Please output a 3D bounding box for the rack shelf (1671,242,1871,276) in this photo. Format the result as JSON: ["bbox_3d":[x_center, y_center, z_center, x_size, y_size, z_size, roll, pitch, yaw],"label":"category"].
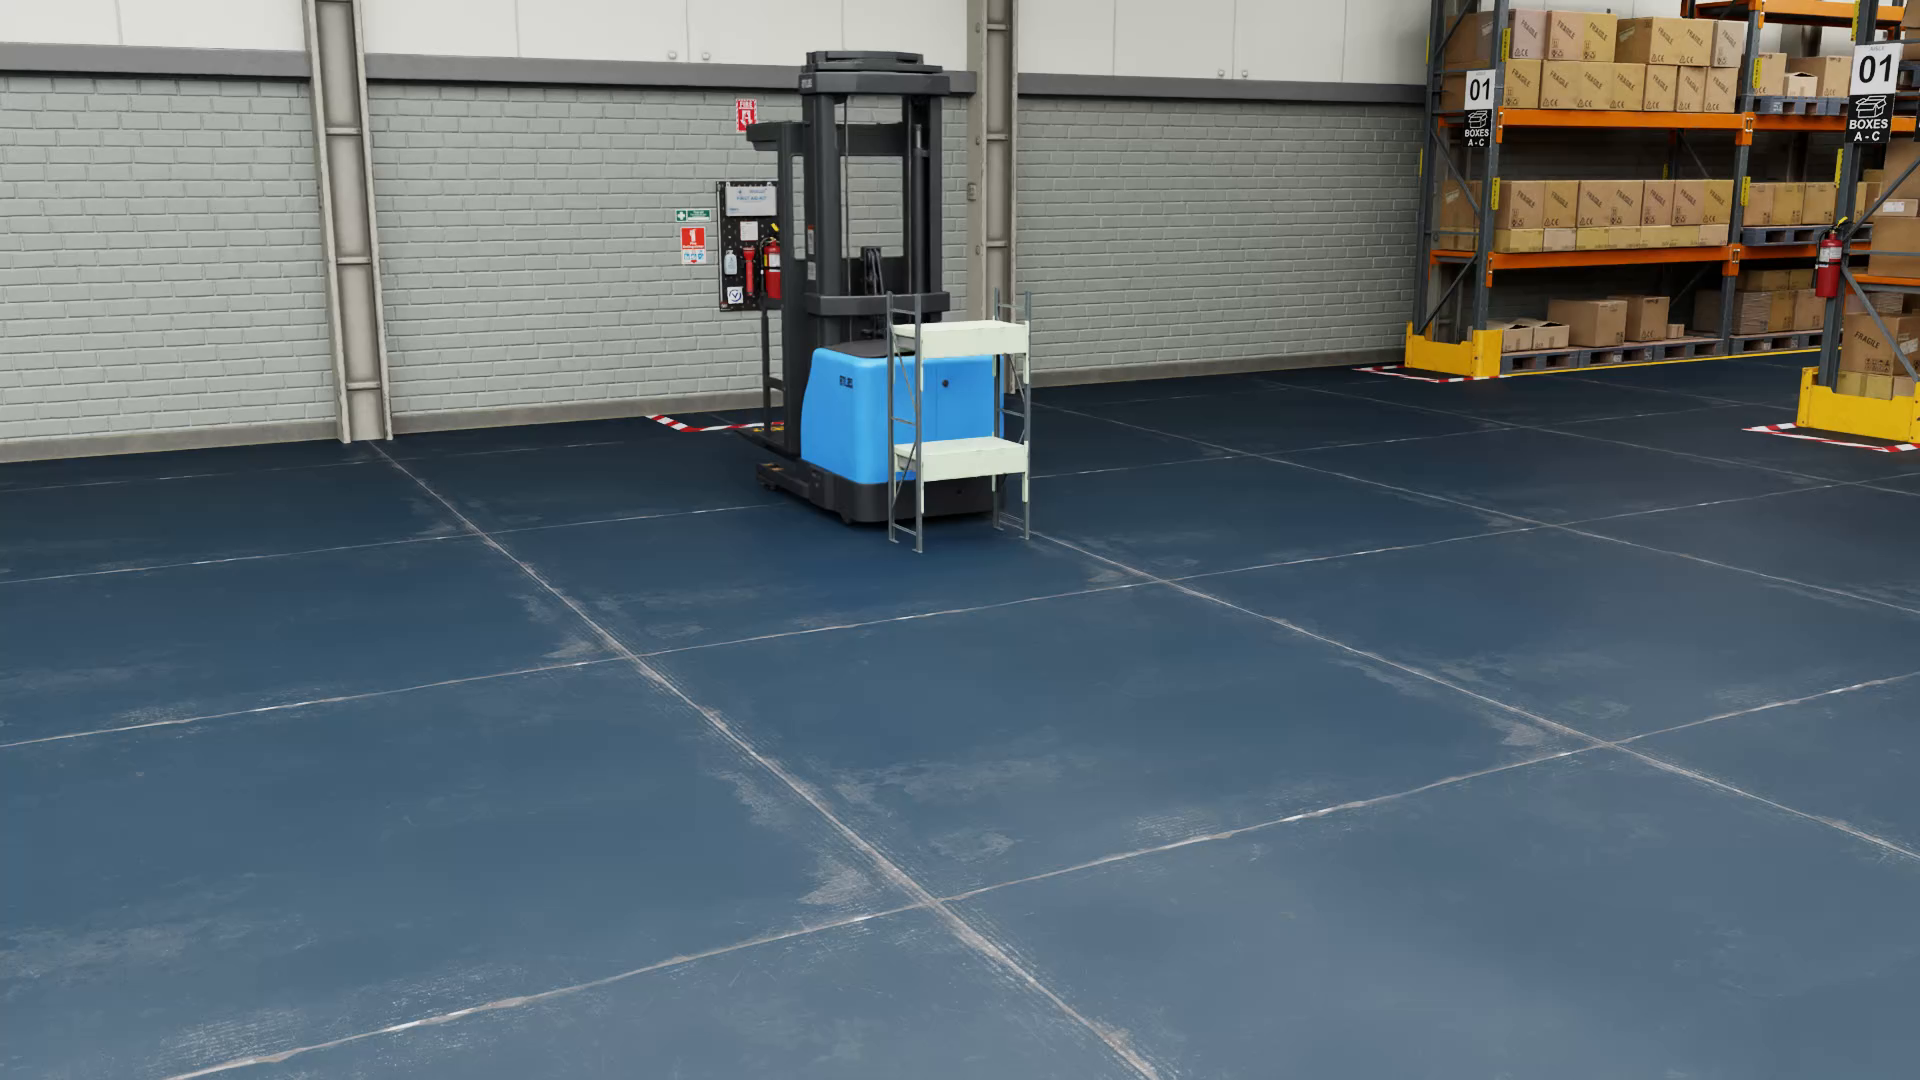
[{"bbox_3d":[10.643,-3.611,20.960,4.000,0.370,1.077,-7,14,-28],"label":"rack shelf"}]

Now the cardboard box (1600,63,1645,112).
[{"bbox_3d":[7.192,-5.005,18.411,0.500,0.500,0.500,-6,14,-24],"label":"cardboard box"}]

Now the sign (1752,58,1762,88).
[{"bbox_3d":[9.154,-5.363,19.099,0.005,0.325,0.100,-7,14,-28],"label":"sign"}]

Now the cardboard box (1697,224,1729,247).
[{"bbox_3d":[8.617,-3.580,19.480,0.500,0.250,0.500,-7,14,-28],"label":"cardboard box"}]

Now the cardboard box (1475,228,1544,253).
[{"bbox_3d":[5.957,-3.257,18.047,0.500,0.250,0.500,-7,15,-29],"label":"cardboard box"}]

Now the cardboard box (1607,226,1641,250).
[{"bbox_3d":[7.301,-3.420,18.769,0.500,0.250,0.500,-7,14,-27],"label":"cardboard box"}]

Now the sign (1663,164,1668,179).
[{"bbox_3d":[8.618,-4.423,20.293,0.005,0.325,0.100,-7,14,-28],"label":"sign"}]

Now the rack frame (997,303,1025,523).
[{"bbox_3d":[0.316,-0.769,10.111,0.010,1.308,0.380,-7,14,-28],"label":"rack frame"}]

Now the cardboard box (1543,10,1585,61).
[{"bbox_3d":[6.295,-5.377,17.787,0.500,0.500,0.500,-7,14,-29],"label":"cardboard box"}]

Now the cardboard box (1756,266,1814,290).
[{"bbox_3d":[10.365,-3.295,20.904,0.500,0.250,0.500,-7,15,-29],"label":"cardboard box"}]

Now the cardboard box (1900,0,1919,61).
[{"bbox_3d":[8.260,-4.223,13.699,0.637,0.503,0.797,-6,14,-24],"label":"cardboard box"}]

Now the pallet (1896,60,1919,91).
[{"bbox_3d":[8.386,-3.866,13.825,1.213,0.211,1.003,-7,14,-28],"label":"pallet"}]

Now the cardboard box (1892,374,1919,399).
[{"bbox_3d":[8.330,-1.253,14.152,0.500,0.250,0.500,-7,14,-28],"label":"cardboard box"}]

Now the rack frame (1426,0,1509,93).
[{"bbox_3d":[5.376,-6.257,17.418,0.127,3.000,1.000,-7,14,-28],"label":"rack frame"}]

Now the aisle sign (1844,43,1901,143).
[{"bbox_3d":[7.555,-3.694,13.772,0.004,0.787,0.394,-7,14,-28],"label":"aisle sign"}]

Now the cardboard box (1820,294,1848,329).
[{"bbox_3d":[10.861,-2.992,21.263,0.500,0.500,0.700,-7,14,-28],"label":"cardboard box"}]

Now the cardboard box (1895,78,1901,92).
[{"bbox_3d":[11.656,-5.663,21.334,0.500,0.500,0.500,-7,14,-28],"label":"cardboard box"}]

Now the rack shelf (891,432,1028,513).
[{"bbox_3d":[-0.006,-0.413,10.013,0.720,0.370,0.431,-7,14,-28],"label":"rack shelf"}]

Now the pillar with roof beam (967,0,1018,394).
[{"bbox_3d":[2.373,-5.037,11.995,0.400,9.000,9.100,-7,14,-28],"label":"pillar with roof beam"}]

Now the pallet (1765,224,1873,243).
[{"bbox_3d":[10.680,-3.862,20.877,1.213,0.211,1.003,-7,14,-28],"label":"pallet"}]

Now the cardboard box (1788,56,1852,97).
[{"bbox_3d":[10.488,-5.640,20.323,0.500,0.500,0.500,-7,15,-30],"label":"cardboard box"}]

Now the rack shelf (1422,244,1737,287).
[{"bbox_3d":[7.132,-3.190,19.090,4.000,0.370,1.077,-7,14,-28],"label":"rack shelf"}]

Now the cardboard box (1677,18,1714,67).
[{"bbox_3d":[8.099,-5.596,18.761,0.500,0.500,0.500,-6,14,-25],"label":"cardboard box"}]

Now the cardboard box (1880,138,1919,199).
[{"bbox_3d":[8.216,-3.110,13.915,0.500,0.500,0.700,-7,14,-28],"label":"cardboard box"}]

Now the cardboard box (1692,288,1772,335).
[{"bbox_3d":[9.525,-2.827,20.531,0.500,0.500,0.700,-6,14,-26],"label":"cardboard box"}]

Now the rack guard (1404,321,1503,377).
[{"bbox_3d":[5.443,-2.119,18.386,0.348,0.500,1.175,-7,14,-28],"label":"rack guard"}]

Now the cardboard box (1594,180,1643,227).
[{"bbox_3d":[7.282,-3.785,18.684,0.500,0.500,0.500,-6,14,-26],"label":"cardboard box"}]

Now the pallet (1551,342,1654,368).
[{"bbox_3d":[7.243,-2.184,19.334,1.213,0.211,1.003,-7,14,-28],"label":"pallet"}]

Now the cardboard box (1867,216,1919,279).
[{"bbox_3d":[8.169,-2.472,14.033,0.500,0.500,0.700,-7,14,-28],"label":"cardboard box"}]

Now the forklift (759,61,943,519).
[{"bbox_3d":[8.753,-0.202,4.478,12.119,2.867,22.055,-6,14,-25],"label":"forklift"}]

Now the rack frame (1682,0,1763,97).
[{"bbox_3d":[8.887,-6.678,19.288,0.127,3.000,1.000,-7,14,-28],"label":"rack frame"}]

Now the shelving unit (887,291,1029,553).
[{"bbox_3d":[-0.009,-0.731,9.940,0.748,1.500,0.431,-7,14,-28],"label":"shelving unit"}]

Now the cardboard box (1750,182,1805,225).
[{"bbox_3d":[9.844,-4.119,20.351,0.500,0.500,0.700,-5,14,-22],"label":"cardboard box"}]

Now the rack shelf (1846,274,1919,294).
[{"bbox_3d":[9.509,-2.331,14.829,3.809,0.124,0.919,-7,14,-28],"label":"rack shelf"}]

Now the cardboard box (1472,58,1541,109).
[{"bbox_3d":[5.790,-4.839,17.676,0.500,0.500,0.500,-6,14,-26],"label":"cardboard box"}]

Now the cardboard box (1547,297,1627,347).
[{"bbox_3d":[7.195,-2.509,19.116,0.500,0.500,0.700,-8,15,-31],"label":"cardboard box"}]

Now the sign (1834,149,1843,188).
[{"bbox_3d":[7.505,-3.163,14.154,0.005,0.325,0.100,-7,14,-28],"label":"sign"}]

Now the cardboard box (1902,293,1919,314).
[{"bbox_3d":[13.107,-3.380,22.237,0.750,0.750,0.750,-7,14,-29],"label":"cardboard box"}]

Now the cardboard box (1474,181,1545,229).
[{"bbox_3d":[5.939,-3.625,17.974,0.500,0.500,0.500,-7,14,-28],"label":"cardboard box"}]

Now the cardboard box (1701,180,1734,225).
[{"bbox_3d":[8.621,-3.944,19.392,0.500,0.500,0.500,-7,14,-28],"label":"cardboard box"}]
